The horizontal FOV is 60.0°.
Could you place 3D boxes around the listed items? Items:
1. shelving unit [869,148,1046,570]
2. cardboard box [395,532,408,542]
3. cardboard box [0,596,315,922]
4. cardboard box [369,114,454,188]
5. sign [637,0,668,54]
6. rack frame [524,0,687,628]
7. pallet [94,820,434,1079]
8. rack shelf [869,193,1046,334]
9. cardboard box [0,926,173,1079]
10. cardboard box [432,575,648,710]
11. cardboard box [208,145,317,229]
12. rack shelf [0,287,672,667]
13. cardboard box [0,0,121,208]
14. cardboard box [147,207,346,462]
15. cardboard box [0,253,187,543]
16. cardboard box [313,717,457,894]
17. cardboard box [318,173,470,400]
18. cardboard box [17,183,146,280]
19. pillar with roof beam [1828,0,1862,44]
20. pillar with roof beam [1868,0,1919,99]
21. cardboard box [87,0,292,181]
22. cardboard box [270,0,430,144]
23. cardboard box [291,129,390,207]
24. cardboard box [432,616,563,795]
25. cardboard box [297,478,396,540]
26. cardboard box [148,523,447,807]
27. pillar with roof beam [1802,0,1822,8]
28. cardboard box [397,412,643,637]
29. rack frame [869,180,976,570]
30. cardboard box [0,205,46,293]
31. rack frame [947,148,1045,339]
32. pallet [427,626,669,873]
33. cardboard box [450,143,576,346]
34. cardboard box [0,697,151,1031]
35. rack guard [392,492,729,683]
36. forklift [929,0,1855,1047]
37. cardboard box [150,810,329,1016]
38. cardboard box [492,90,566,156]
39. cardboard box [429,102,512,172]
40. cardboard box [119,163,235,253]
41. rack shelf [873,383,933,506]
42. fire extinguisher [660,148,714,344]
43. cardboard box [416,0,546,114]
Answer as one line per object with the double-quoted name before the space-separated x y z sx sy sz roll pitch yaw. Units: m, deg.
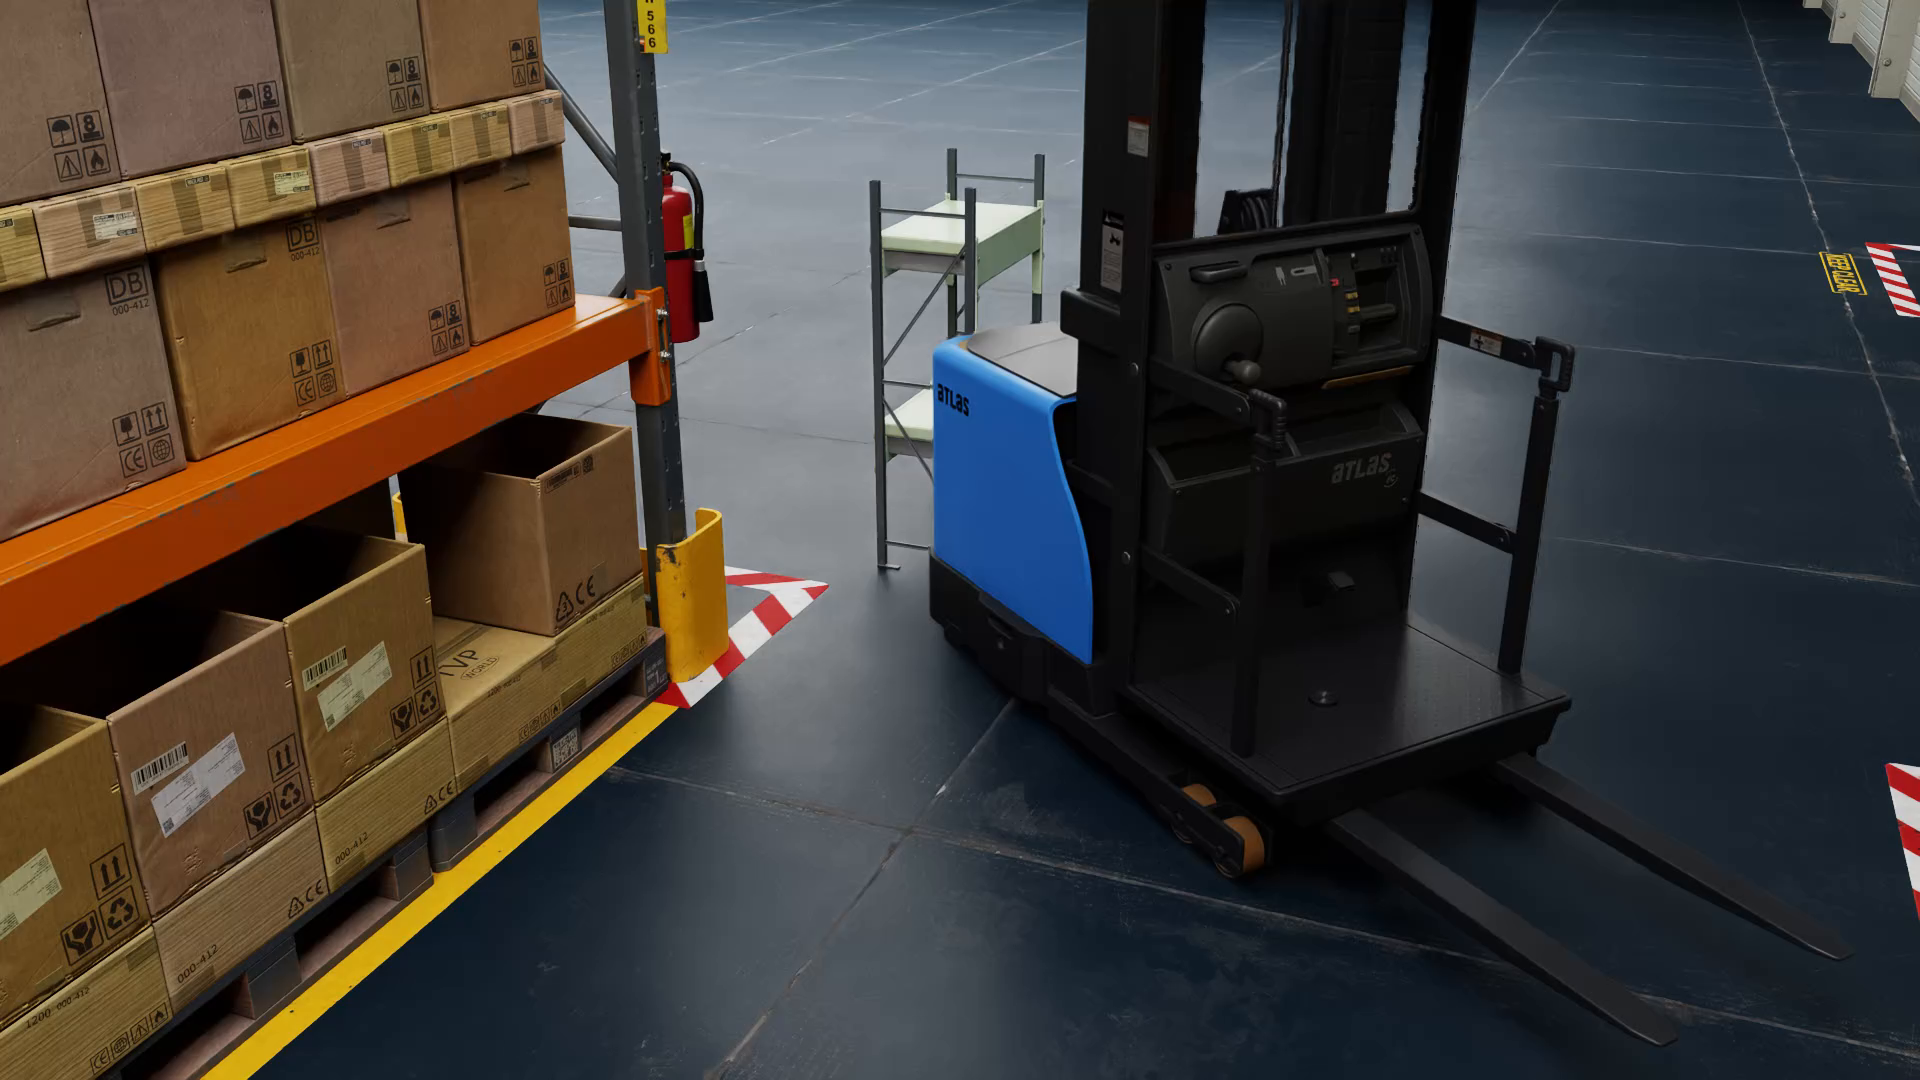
"shelving unit" 0.002 -0.694 6.467 0.431 1.500 0.755 9 24 20
"cardboard box" -1.812 0.204 5.393 0.500 0.250 0.500 9 24 20
"cardboard box" -1.874 0.471 3.781 0.500 0.500 0.500 9 24 20
"cardboard box" -1.562 -1.027 4.347 0.380 0.149 0.250 8 24 19
"sign" -0.907 -1.592 4.861 0.100 0.325 0.005 9 24 20
"rack frame" -1.406 -1.031 5.327 1.000 3.000 0.127 9 24 20
"pallet" -2.106 0.970 4.154 1.003 0.211 1.213 9 24 20
"rack shelf" 0.002 -1.055 6.316 0.431 0.370 0.720 9 24 20
"cardboard box" -2.057 0.996 3.496 0.500 0.250 0.500 9 24 20
"cardboard box" -1.331 0.278 5.216 0.500 0.250 0.500 9 24 20
"cardboard box" -1.755 -0.844 3.907 0.380 0.149 0.250 10 25 22
"rack shelf" -2.149 0.016 3.753 1.077 0.370 4.000 9 24 20
"cardboard box" -2.174 -0.943 3.303 0.700 0.500 0.500 9 24 20
"cardboard box" -1.972 -0.547 4.038 0.700 0.500 0.500 9 24 20
"cardboard box" -2.164 -0.358 3.585 0.700 0.500 0.500 10 24 22
"cardboard box" -1.690 0.638 4.354 0.500 0.250 0.500 9 24 20
"cardboard box" -1.782 -0.724 4.461 0.700 0.500 0.500 9 24 21
"cardboard box" -1.945 -0.657 3.461 0.380 0.149 0.250 8 24 19
"pillar with roof beam" 8.656 -11.922 23.617 9.100 9.000 0.400 9 24 20
"pillar with roof beam" 6.427 -9.775 18.477 9.100 9.000 0.400 9 24 20
"cardboard box" -1.988 -1.122 3.733 0.700 0.500 0.500 9 24 20
"cardboard box" -1.801 -1.303 4.165 0.700 0.500 0.500 8 24 19
"cardboard box" -1.657 -0.938 4.132 0.380 0.149 0.250 9 24 21
"cardboard box" -1.505 0.459 4.783 0.500 0.250 0.500 9 24 20
"cardboard box" -1.996 0.037 4.820 0.500 0.500 0.500 9 24 20
"cardboard box" -1.687 0.292 4.209 0.500 0.500 0.500 9 24 20
"pillar with roof beam" 10.884 -14.069 28.757 9.100 9.000 0.400 9 24 20
"cardboard box" -1.329 -0.068 5.070 0.500 0.500 0.500 9 24 20
"rack frame" -0.133 -0.563 6.153 0.400 1.500 0.023 9 24 20
"cardboard box" -2.040 -0.569 3.248 0.380 0.149 0.250 9 24 20
"rack frame" 0.138 -0.825 6.780 0.400 1.500 0.023 9 24 20
"pallet" -1.651 0.535 5.195 1.003 0.211 1.213 9 24 20
"cardboard box" -1.591 -0.912 4.912 0.700 0.500 0.500 9 24 20
"cardboard box" -2.058 0.650 3.352 0.500 0.500 0.500 9 24 20
"rack guard" -1.397 0.113 5.830 1.175 0.500 0.348 9 24 20
"forklift" 1.053 -0.631 4.458 1.130 2.935 3.031 -12 26 -27
"cardboard box" -1.877 0.816 3.926 0.500 0.250 0.500 9 24 20
"cardboard box" -1.371 -1.213 4.790 0.380 0.149 0.250 8 24 19
"cardboard box" -1.467 -1.119 4.566 0.380 0.149 0.250 9 24 21
"cardboard box" -1.851 -0.749 3.681 0.380 0.149 0.250 9 24 22
"rack shelf" 0.002 -0.394 6.592 0.431 0.370 0.720 9 24 20
"fire extinguisher" -0.931 -0.971 5.284 0.296 0.674 0.183 9 24 20
"cardboard box" -1.611 -1.492 4.617 0.700 0.500 0.500 9 24 20
